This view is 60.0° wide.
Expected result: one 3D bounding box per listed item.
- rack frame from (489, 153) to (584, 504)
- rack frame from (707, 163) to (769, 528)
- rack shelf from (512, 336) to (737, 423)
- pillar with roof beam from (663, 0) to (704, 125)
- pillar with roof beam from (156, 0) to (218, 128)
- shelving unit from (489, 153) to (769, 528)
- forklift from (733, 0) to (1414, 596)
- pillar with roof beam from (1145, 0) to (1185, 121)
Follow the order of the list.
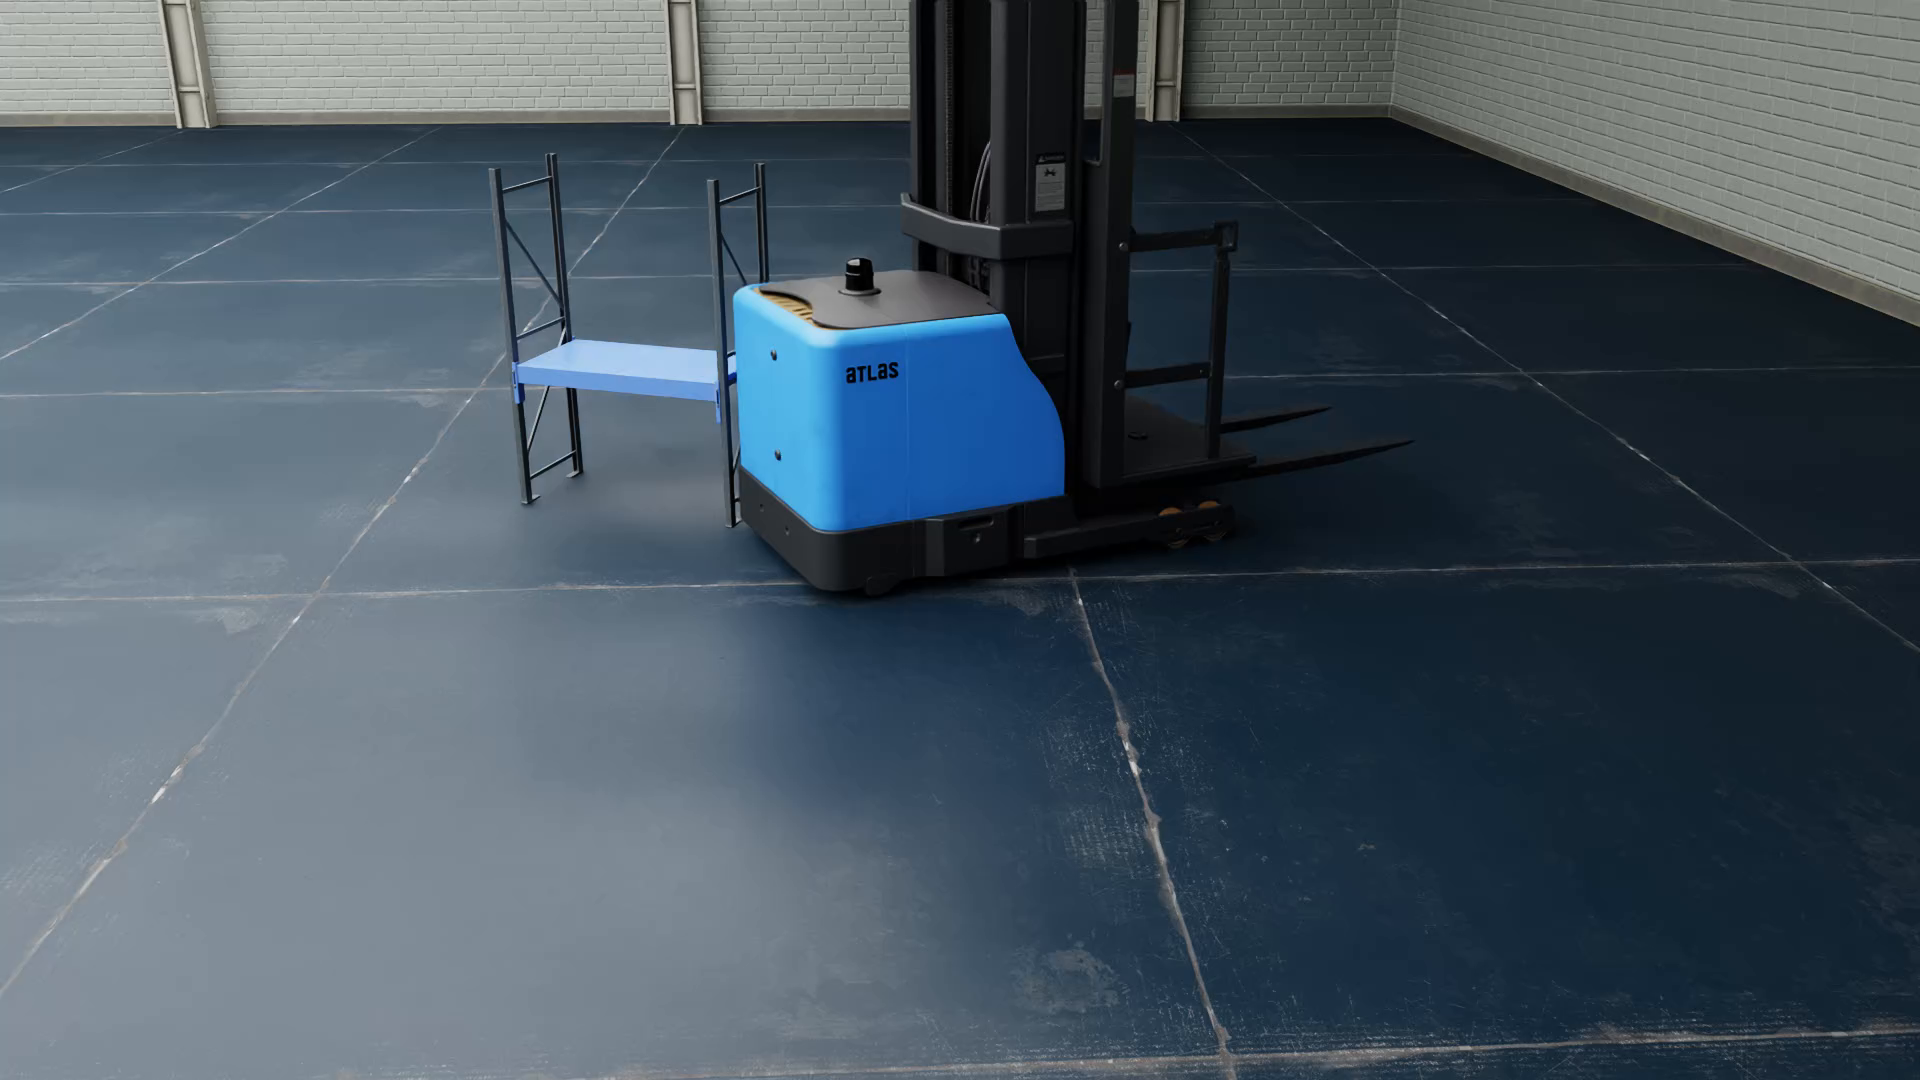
[{"bbox_3d":[-1.900,-0.949,7.505,0.032,1.500,0.500,7,22,17],"label":"rack frame"},{"bbox_3d":[-0.933,-0.838,7.213,0.032,1.500,0.500,7,22,17],"label":"rack frame"},{"bbox_3d":[-1.416,-0.725,7.423,1.000,0.185,0.538,7,22,17],"label":"rack shelf"},{"bbox_3d":[-3.169,-7.903,15.231,0.400,9.000,9.100,-1,21,-3],"label":"pillar with roof beam"},{"bbox_3d":[-9.159,-7.781,14.911,0.400,9.000,9.100,-1,21,-3],"label":"pillar with roof beam"},{"bbox_3d":[-1.416,-0.893,7.359,1.048,1.500,0.538,7,22,17],"label":"shelving unit"},{"bbox_3d":[0.605,-1.496,6.930,3.031,2.935,1.130,-10,23,-24],"label":"forklift"},{"bbox_3d":[2.821,-8.025,15.552,0.400,9.000,9.100,-1,21,-3],"label":"pillar with roof beam"}]
